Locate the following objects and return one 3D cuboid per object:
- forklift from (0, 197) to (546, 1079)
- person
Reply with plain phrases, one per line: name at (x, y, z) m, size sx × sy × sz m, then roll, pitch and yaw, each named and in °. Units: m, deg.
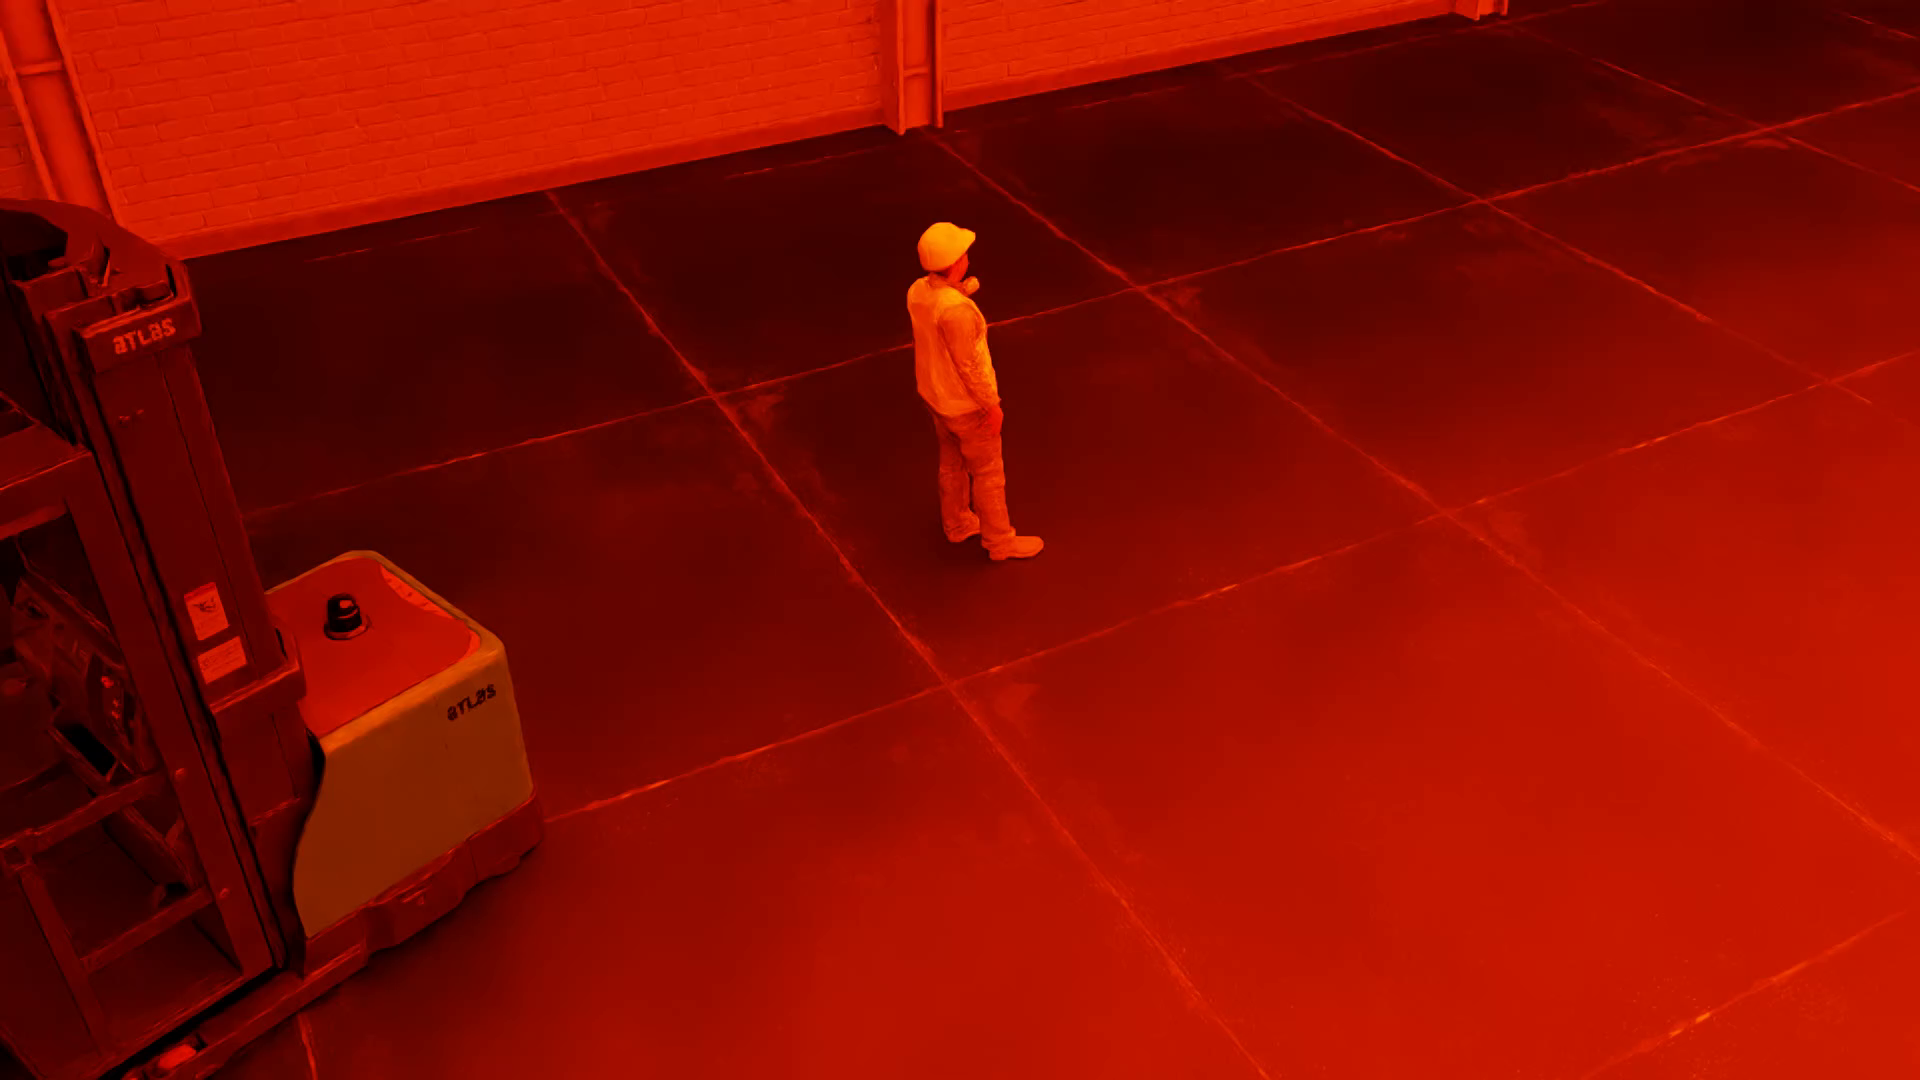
forklift at (-3.063, 0.512, 5.399) m, size 1.130 × 2.935 × 3.031 m, roll 27°, pitch 44°, yaw 33°
person at (0.059, -0.743, 8.164) m, size 0.567 × 1.773 × 0.632 m, roll -17°, pitch 39°, yaw -23°
